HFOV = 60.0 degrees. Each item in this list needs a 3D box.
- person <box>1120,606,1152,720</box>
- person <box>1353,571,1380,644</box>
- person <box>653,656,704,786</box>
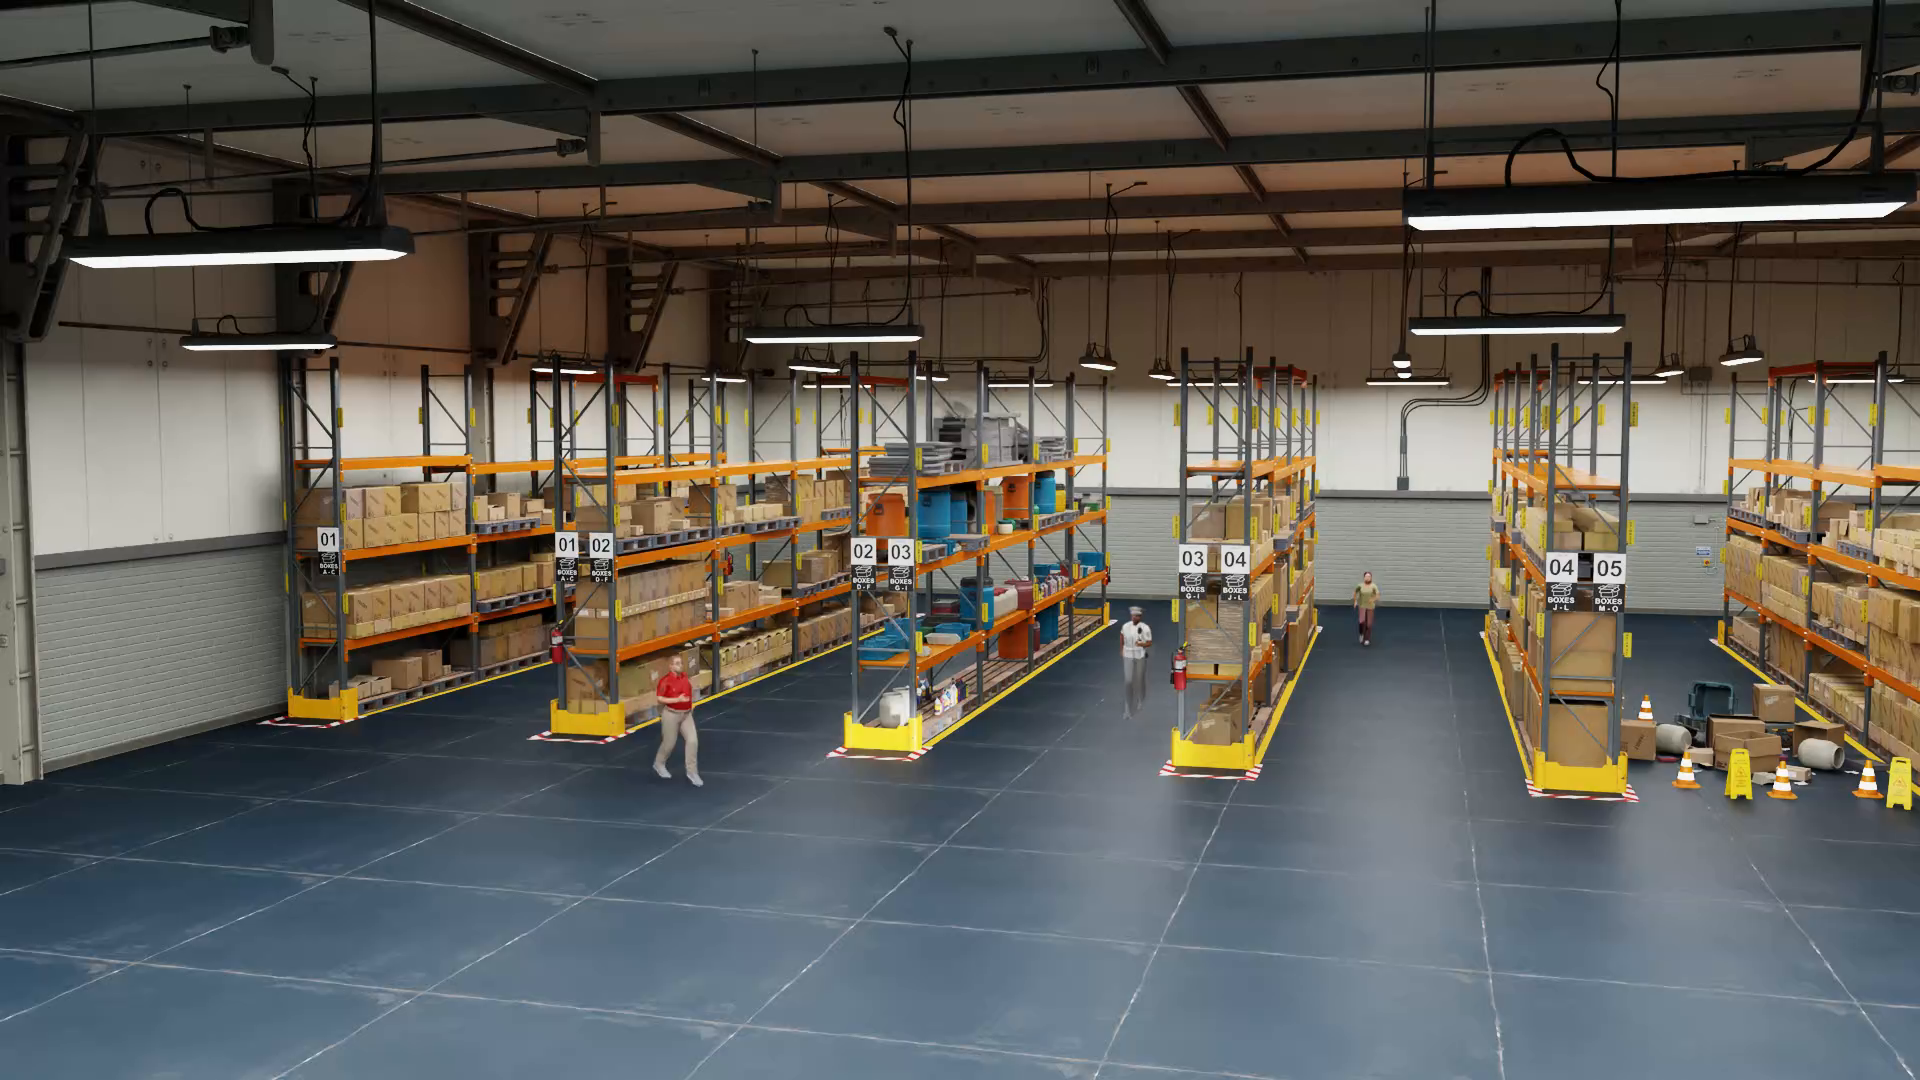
[{"bbox_3d":[2.788,1.928,26.460,0.554,1.768,0.791,1,4,13],"label":"person"},{"bbox_3d":[8.922,1.499,36.515,0.558,1.627,0.665,1,4,13],"label":"person"},{"bbox_3d":[-3.898,2.470,22.797,0.865,1.788,0.649,4,6,44],"label":"person"}]
